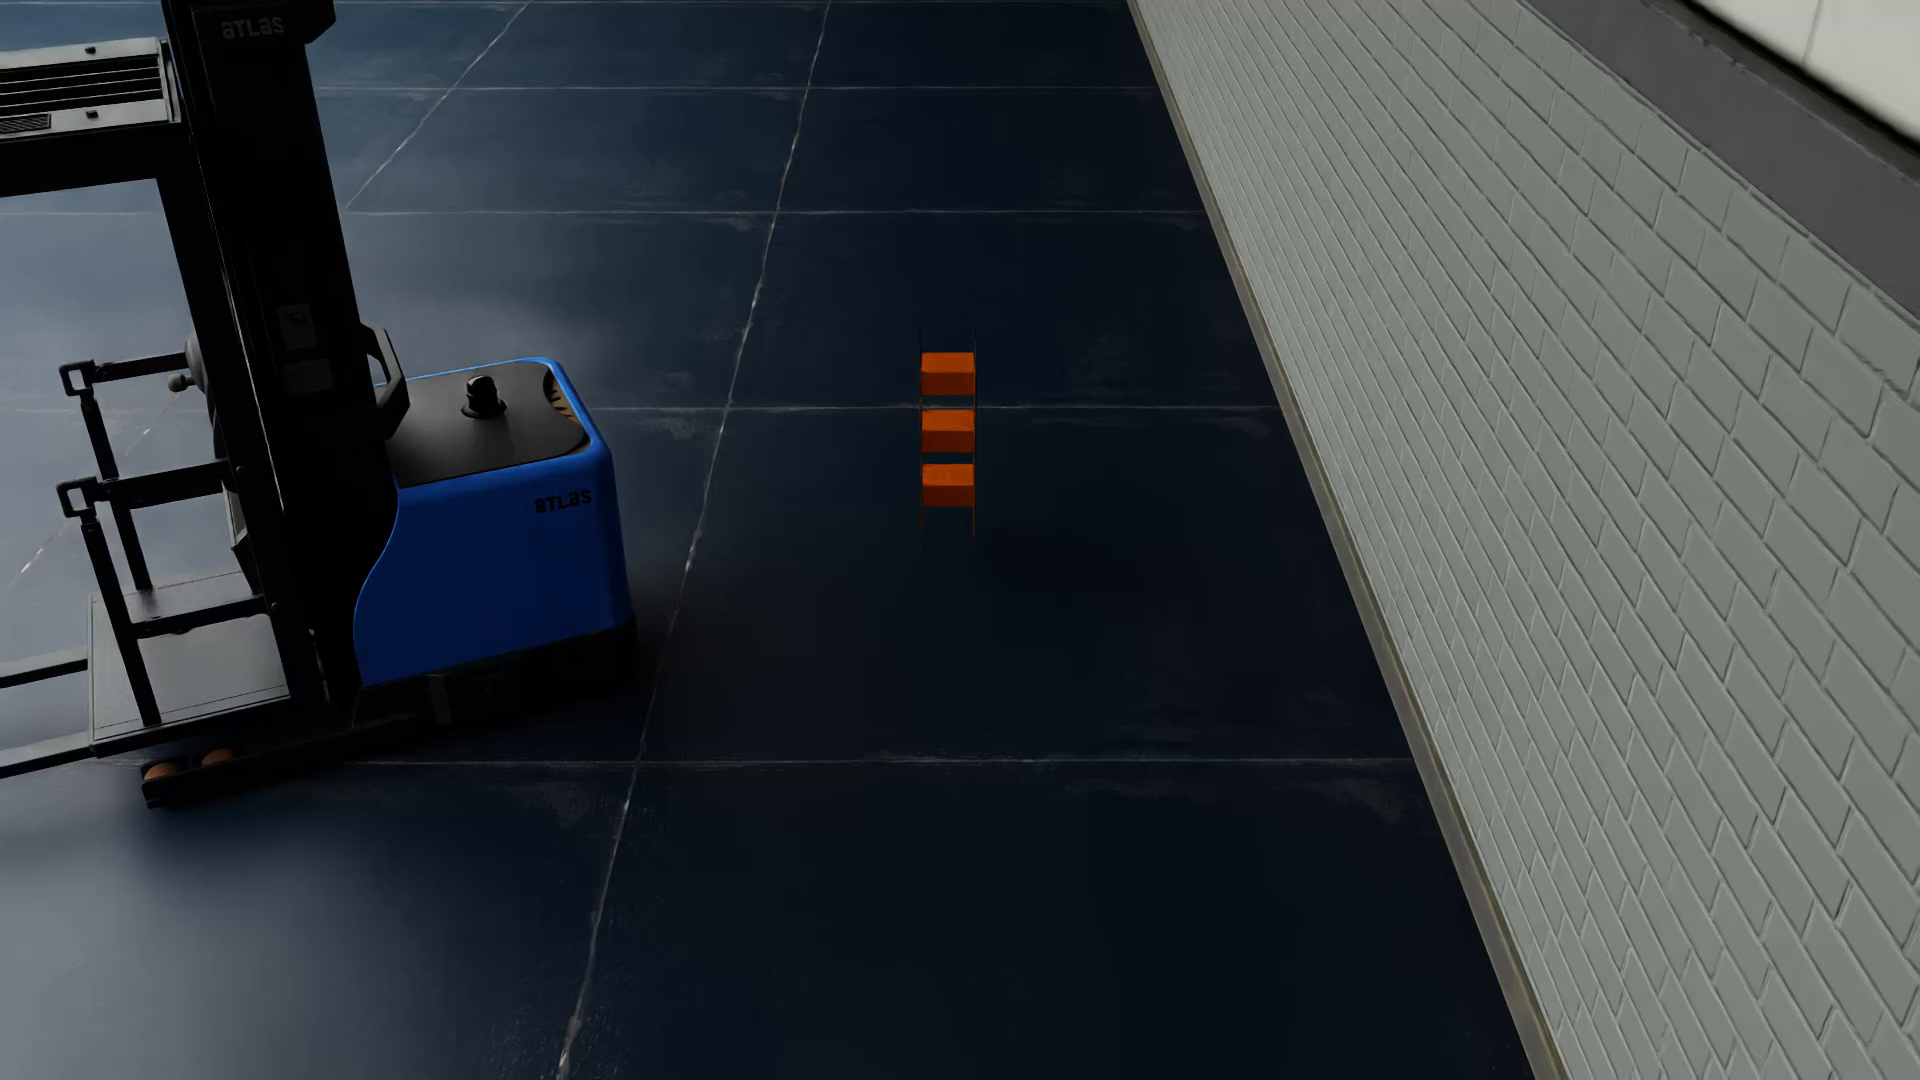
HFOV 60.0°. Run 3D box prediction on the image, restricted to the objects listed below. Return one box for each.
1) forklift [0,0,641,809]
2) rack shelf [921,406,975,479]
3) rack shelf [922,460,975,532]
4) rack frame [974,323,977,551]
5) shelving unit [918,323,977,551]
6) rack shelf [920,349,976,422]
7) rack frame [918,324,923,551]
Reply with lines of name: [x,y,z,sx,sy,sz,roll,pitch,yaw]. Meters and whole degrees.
forklift: [-2.863,-0.579,5.878,3.031,2.935,1.130,-13,34,-21]
rack shelf: [-0.054,-0.440,7.483,0.240,0.259,0.215,0,31,0]
rack shelf: [-0.054,-0.202,7.627,0.240,0.259,0.215,0,31,0]
rack frame: [0.068,-0.449,7.478,0.008,1.050,0.200,0,31,0]
shelving unit: [-0.054,-0.449,7.477,0.252,1.050,0.215,0,31,0]
rack shelf: [-0.054,-0.682,7.336,0.240,0.259,0.215,0,31,0]
rack frame: [-0.176,-0.448,7.477,0.008,1.050,0.200,0,31,0]
